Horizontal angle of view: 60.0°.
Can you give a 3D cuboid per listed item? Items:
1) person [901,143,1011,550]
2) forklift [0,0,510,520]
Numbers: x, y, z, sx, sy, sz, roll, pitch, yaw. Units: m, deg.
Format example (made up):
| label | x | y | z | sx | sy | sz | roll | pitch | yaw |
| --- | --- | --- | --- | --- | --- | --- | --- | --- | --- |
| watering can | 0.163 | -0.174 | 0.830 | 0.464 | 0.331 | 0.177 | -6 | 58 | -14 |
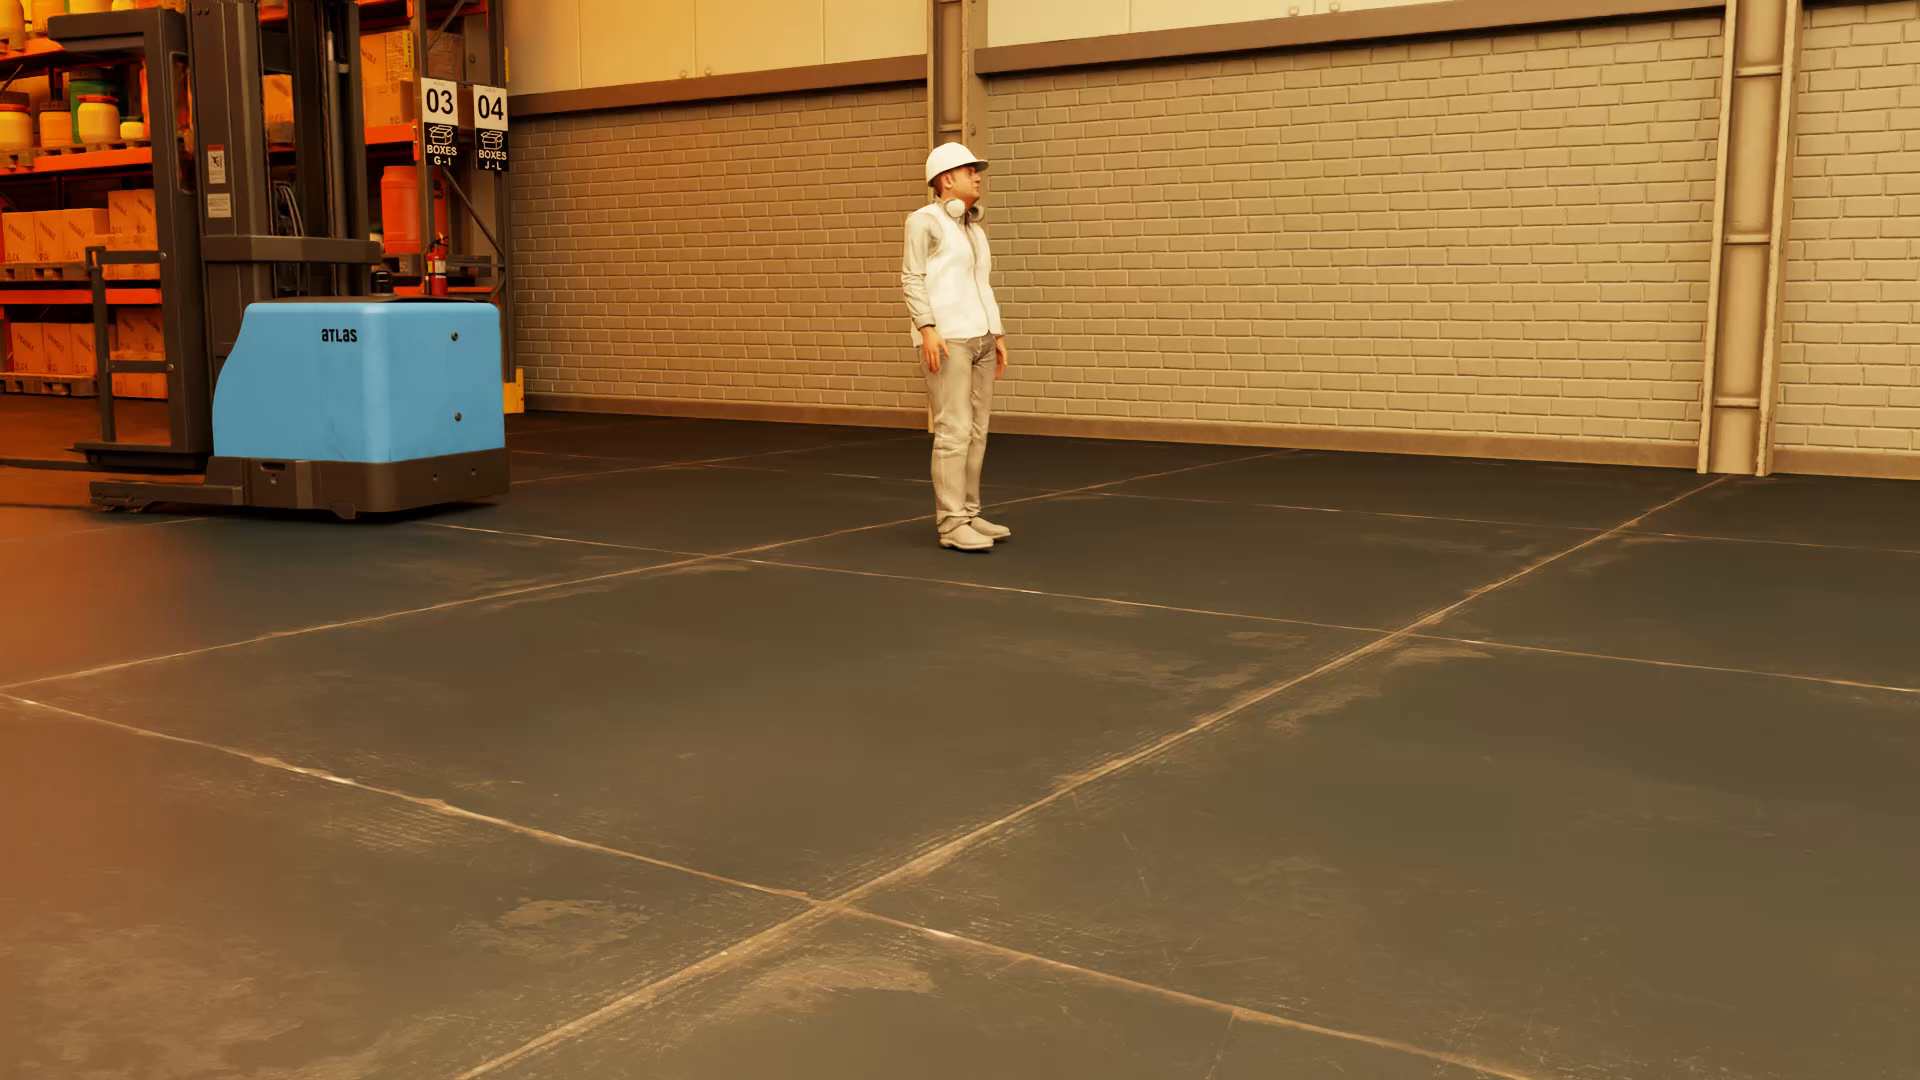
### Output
| label | x | y | z | sx | sy | sz | roll | pitch | yaw |
| --- | --- | --- | --- | --- | --- | --- | --- | --- | --- |
| person | 0.047 | -0.880 | 7.437 | 0.568 | 1.773 | 0.632 | 5 | 10 | 34 |
| forklift | -3.982 | -1.654 | 8.825 | 3.031 | 2.935 | 1.130 | 3 | 9 | 21 |
